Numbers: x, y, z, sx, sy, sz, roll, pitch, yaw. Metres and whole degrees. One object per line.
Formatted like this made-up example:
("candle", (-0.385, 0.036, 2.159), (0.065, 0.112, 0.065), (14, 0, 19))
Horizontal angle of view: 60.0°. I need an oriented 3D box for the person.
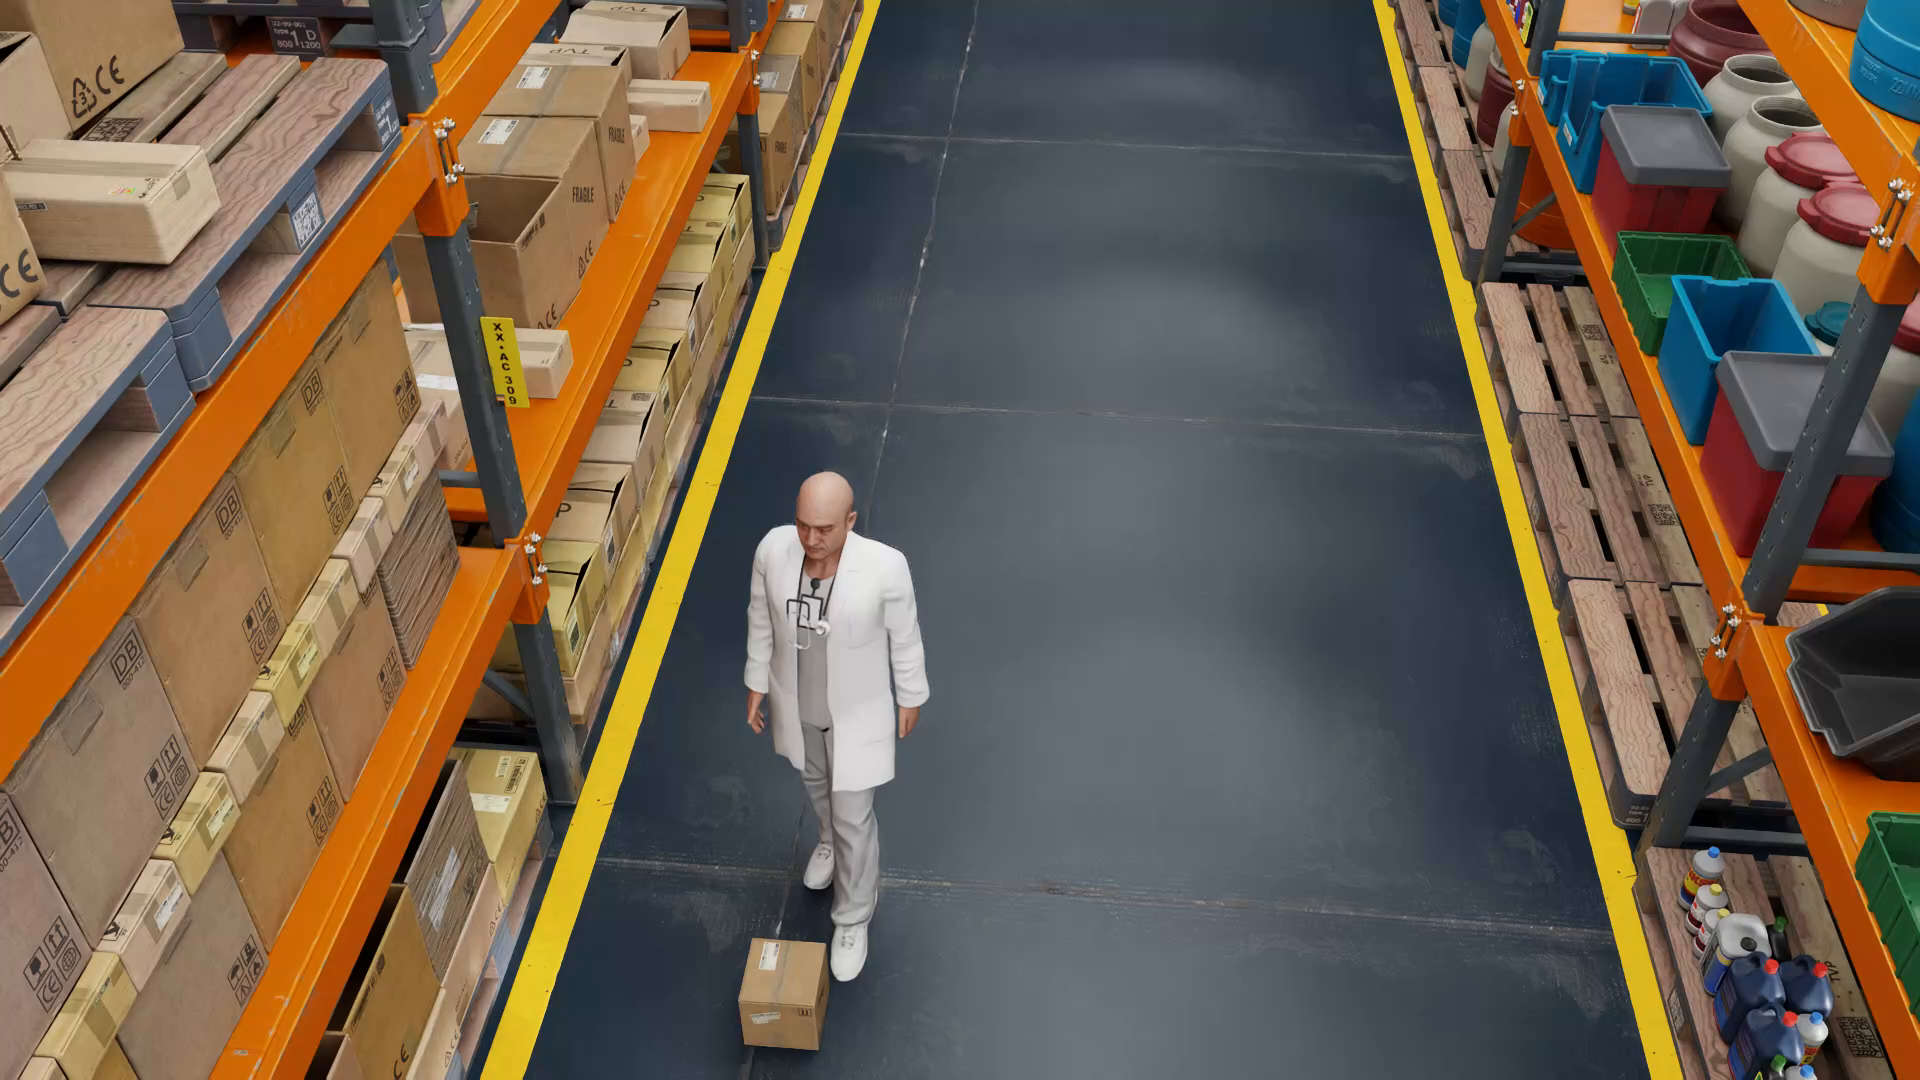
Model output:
("person", (-0.464, 0.594, 5.439), (0.611, 1.789, 0.683), (14, 42, 16))
